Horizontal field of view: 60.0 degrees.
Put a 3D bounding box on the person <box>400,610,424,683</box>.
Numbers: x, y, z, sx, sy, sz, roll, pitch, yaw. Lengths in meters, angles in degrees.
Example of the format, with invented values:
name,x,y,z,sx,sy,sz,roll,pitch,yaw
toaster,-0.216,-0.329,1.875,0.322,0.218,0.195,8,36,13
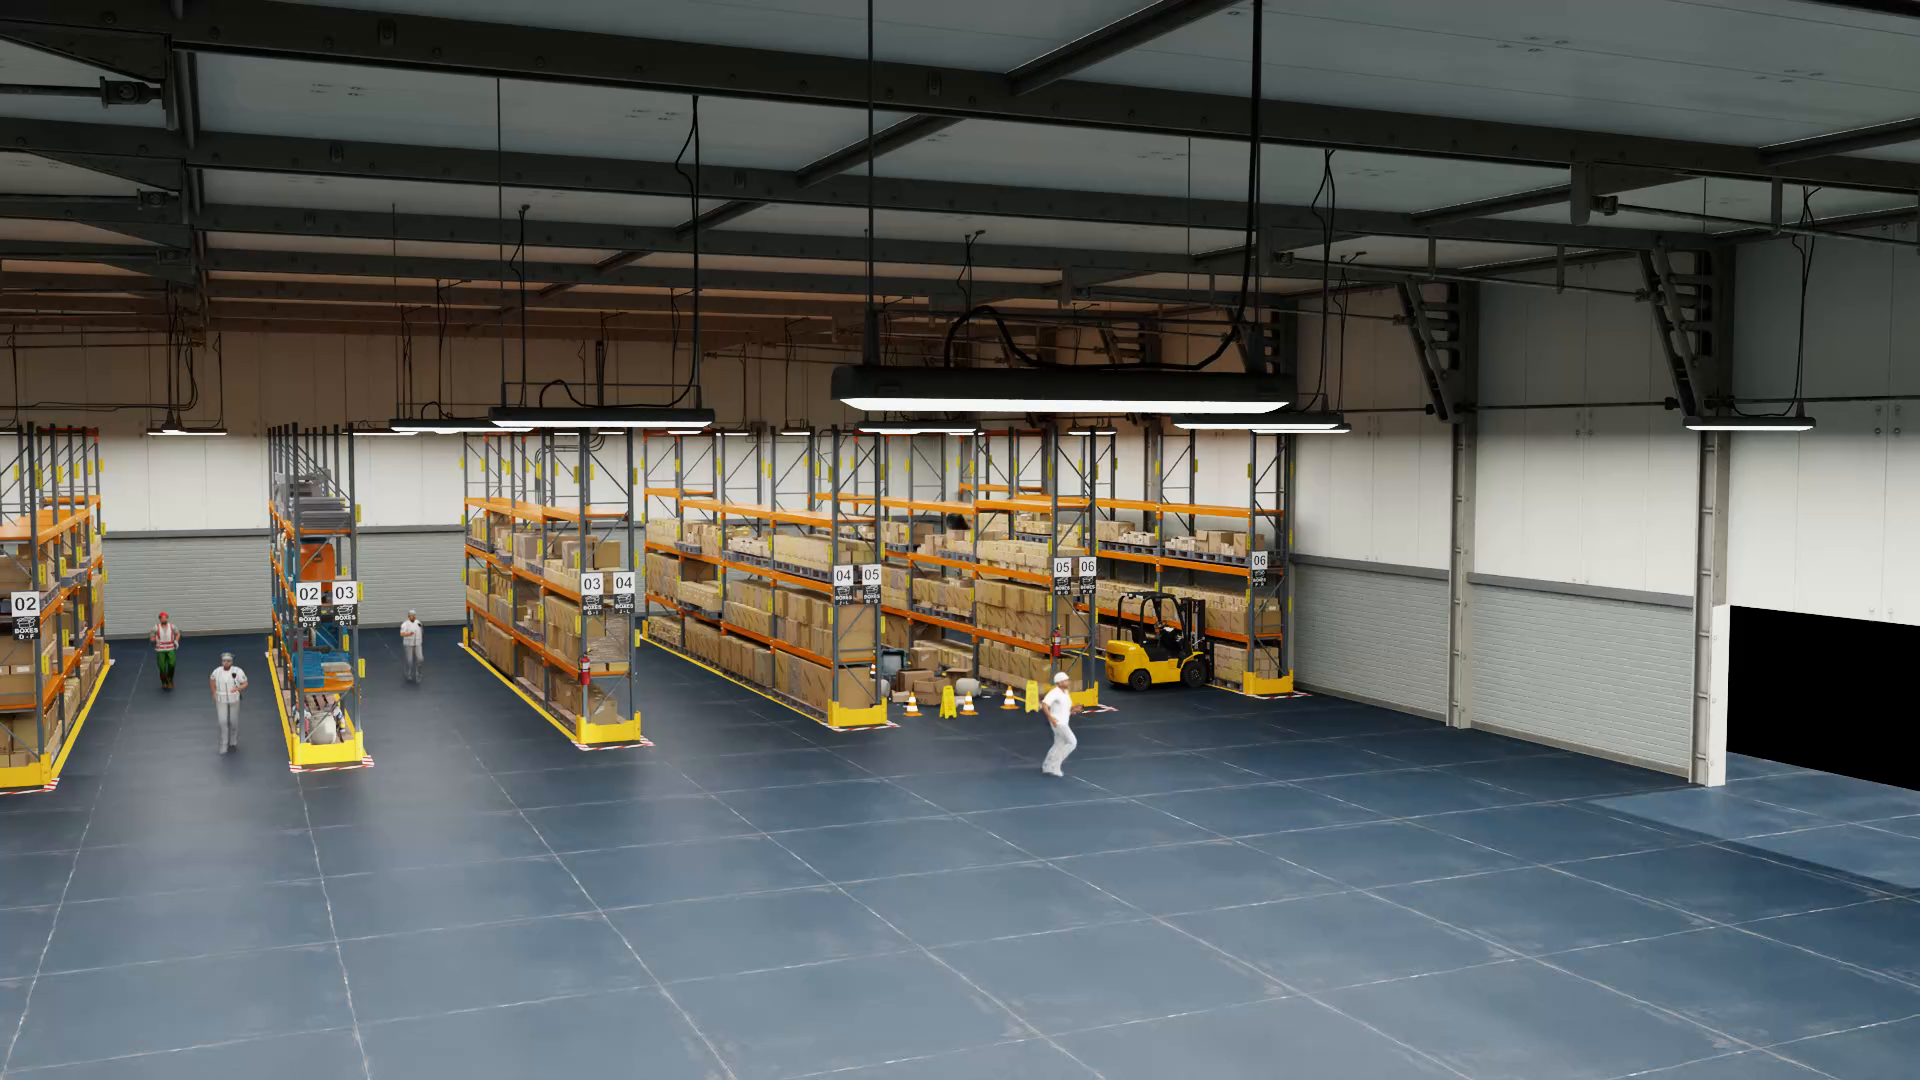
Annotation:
name,x,y,z,sx,sy,sz,roll,pitch,yaw
person,-12.864,2.515,39.090,0.585,1.714,0.708,-2,4,-34

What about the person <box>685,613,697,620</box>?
name,x,y,z,sx,sy,sz,roll,pitch,yaw
person,-8.051,1.925,49.151,0.458,1.455,0.569,2,4,25

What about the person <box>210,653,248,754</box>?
name,x,y,z,sx,sy,sz,roll,pitch,yaw
person,-13.448,2.963,30.605,0.655,1.809,0.884,-1,4,-21

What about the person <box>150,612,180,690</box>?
name,x,y,z,sx,sy,sz,roll,pitch,yaw
person,-18.042,2.527,37.780,0.638,1.780,0.647,-2,4,-29

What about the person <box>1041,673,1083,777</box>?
name,x,y,z,sx,sy,sz,roll,pitch,yaw
person,1.740,3.128,28.236,0.679,1.766,0.668,1,4,13
